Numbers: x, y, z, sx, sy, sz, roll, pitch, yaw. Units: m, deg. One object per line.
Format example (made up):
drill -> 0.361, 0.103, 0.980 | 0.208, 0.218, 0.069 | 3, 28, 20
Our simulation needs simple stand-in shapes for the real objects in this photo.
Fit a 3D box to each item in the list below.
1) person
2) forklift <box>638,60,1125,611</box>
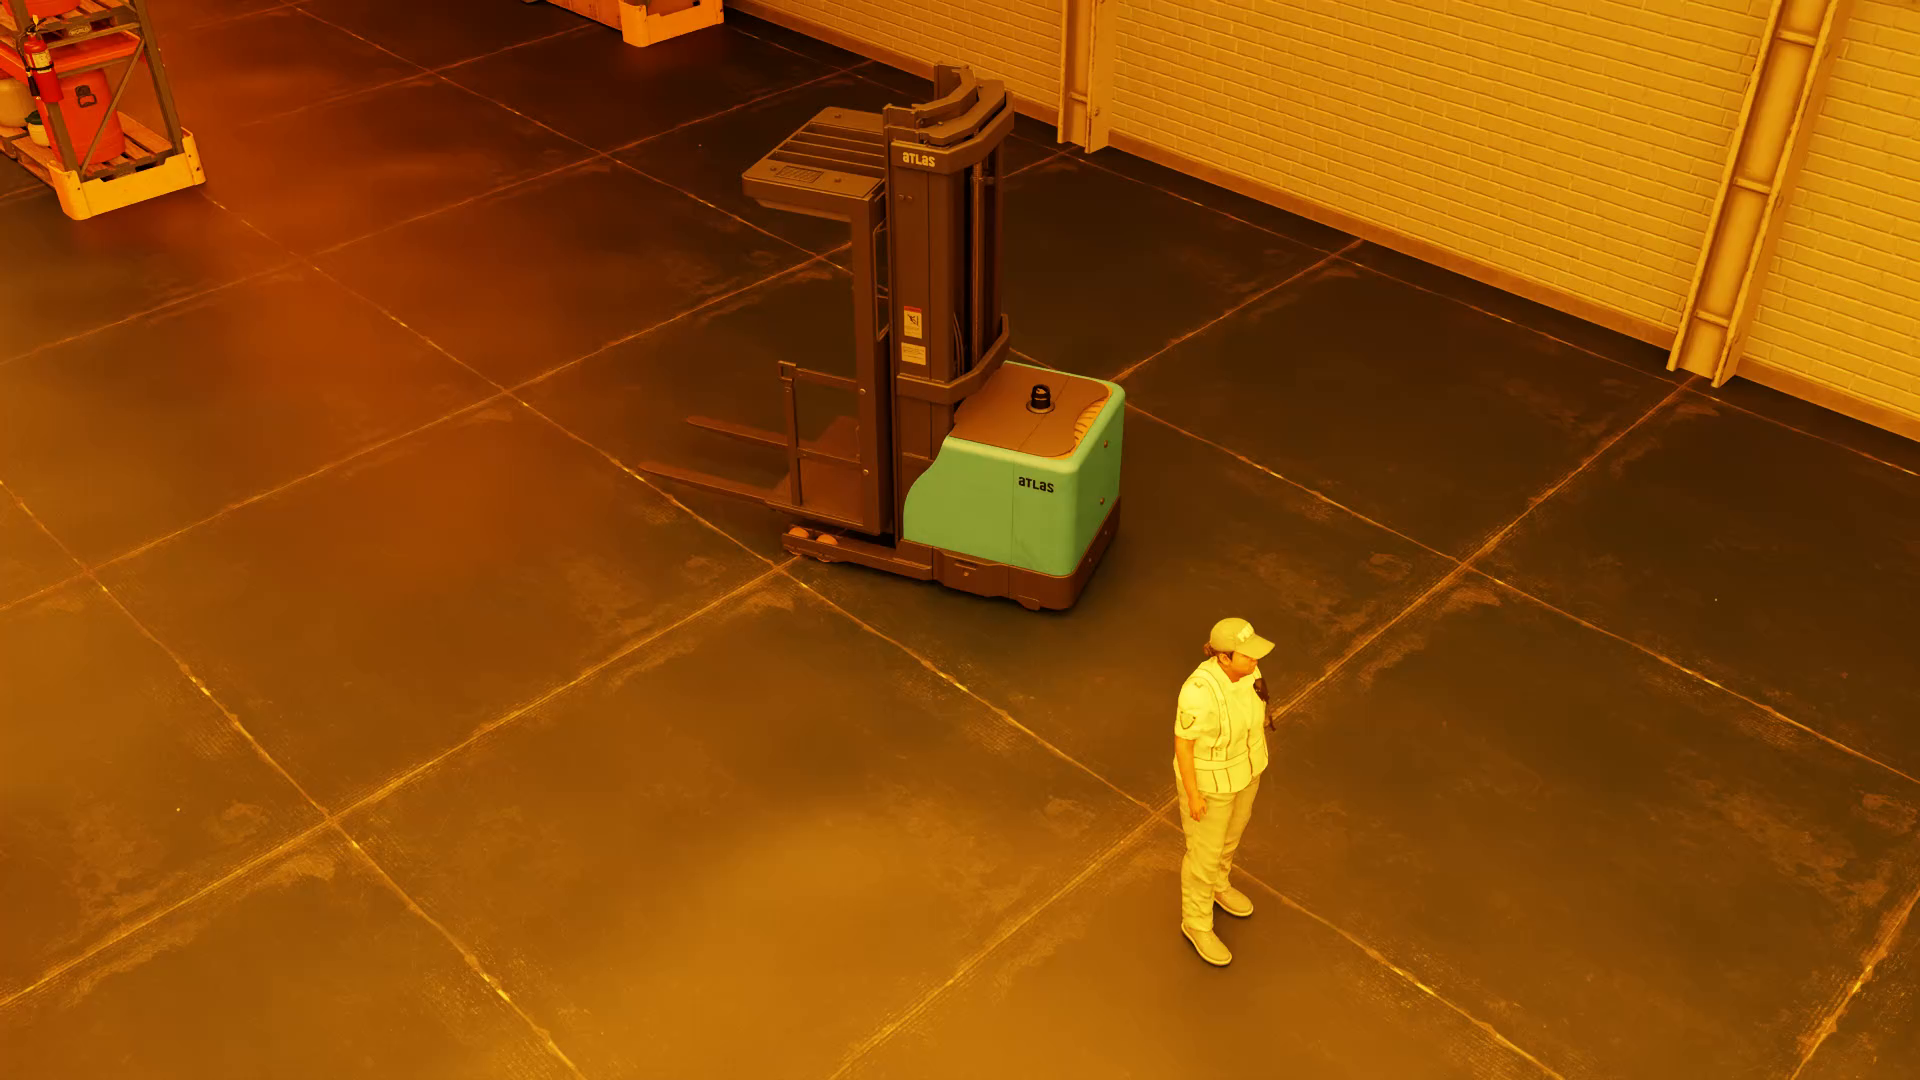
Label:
person -> 1.237, 1.102, 7.566 | 0.529, 1.670, 0.599 | 30, 46, 35
forklift -> -0.563, -1.320, 9.822 | 3.031, 2.935, 1.130 | 14, 38, 18
